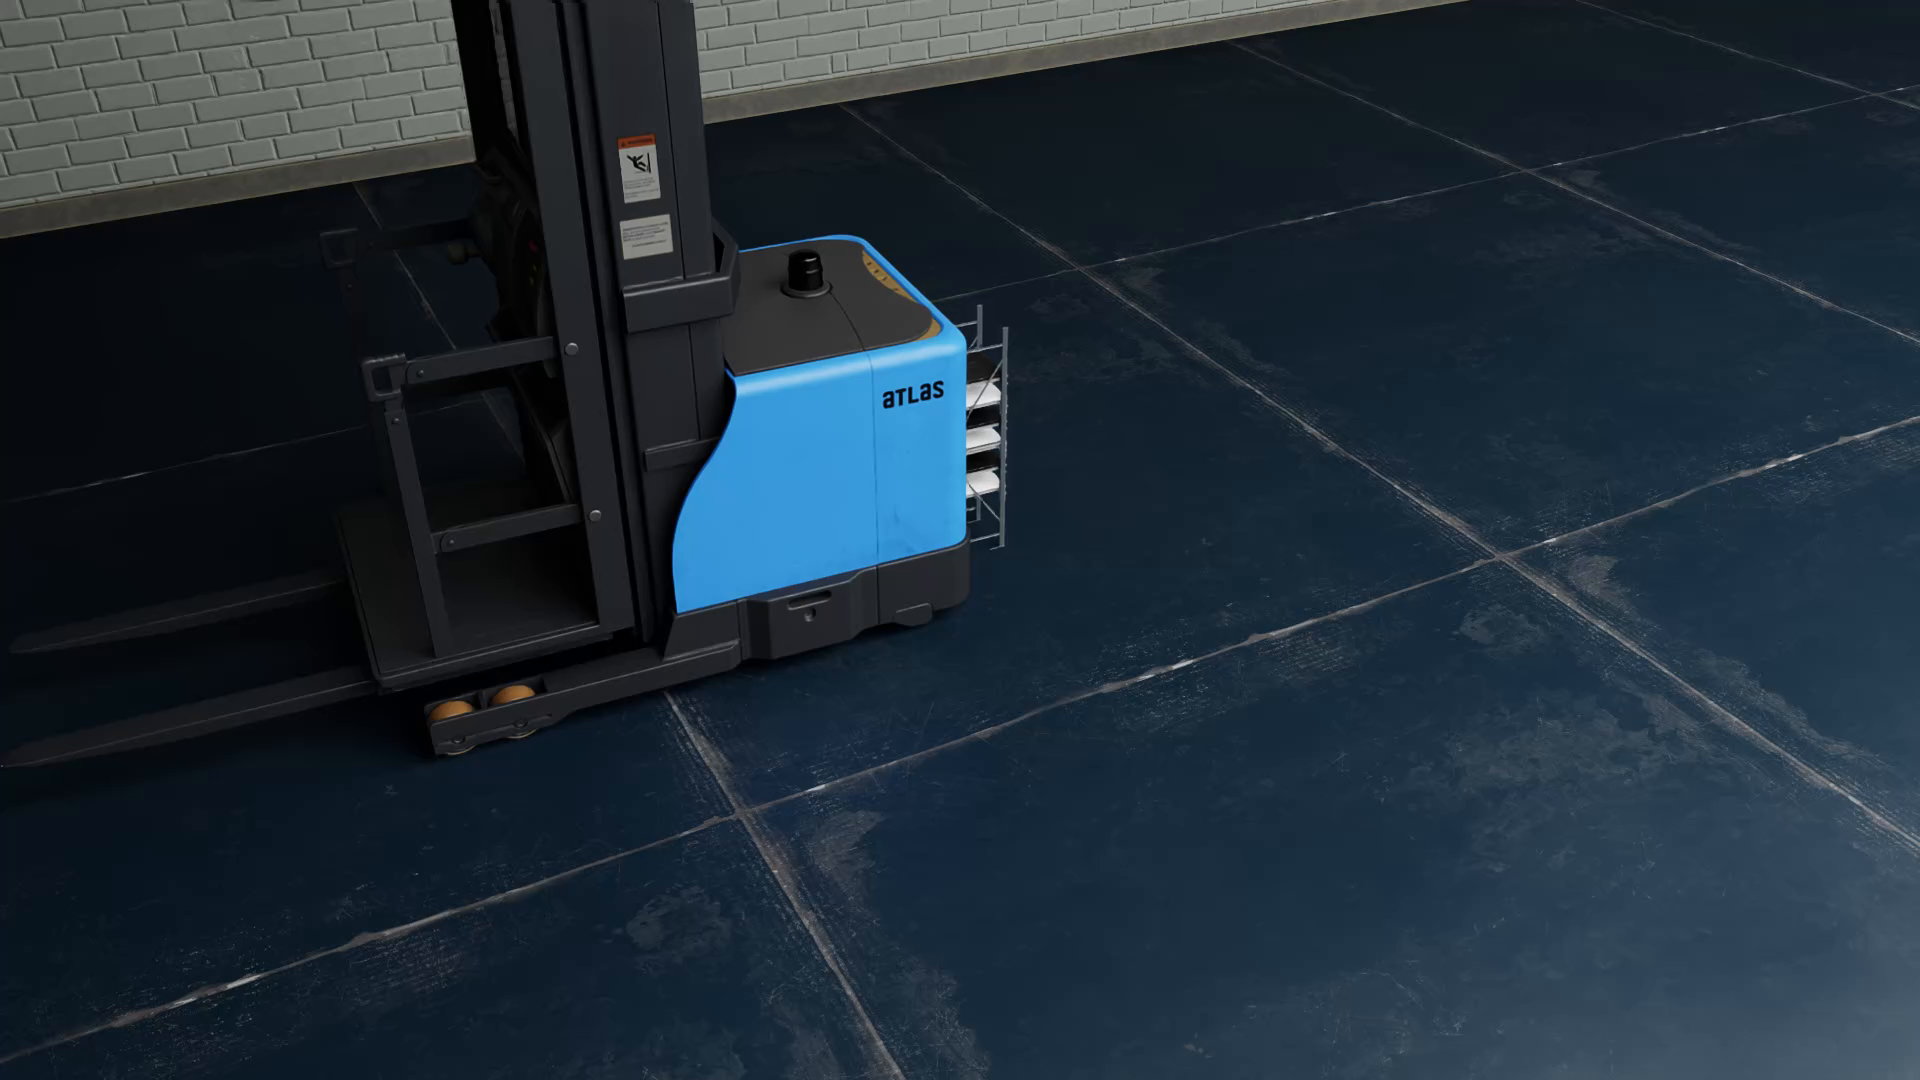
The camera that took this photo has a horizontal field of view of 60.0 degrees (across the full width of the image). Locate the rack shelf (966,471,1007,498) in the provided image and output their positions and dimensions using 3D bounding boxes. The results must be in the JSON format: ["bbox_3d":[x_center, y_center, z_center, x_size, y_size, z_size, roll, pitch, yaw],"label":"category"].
[{"bbox_3d":[0.012,-0.197,6.118,0.258,0.077,0.200,-14,35,-21],"label":"rack shelf"}]

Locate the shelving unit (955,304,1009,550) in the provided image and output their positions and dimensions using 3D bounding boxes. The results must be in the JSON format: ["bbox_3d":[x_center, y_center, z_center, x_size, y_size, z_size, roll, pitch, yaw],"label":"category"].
[{"bbox_3d":[0.012,-0.376,6.003,0.258,0.900,0.210,-14,35,-21],"label":"shelving unit"}]

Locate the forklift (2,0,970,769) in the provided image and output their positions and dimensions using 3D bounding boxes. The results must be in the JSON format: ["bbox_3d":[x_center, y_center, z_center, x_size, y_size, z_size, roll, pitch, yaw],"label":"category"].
[{"bbox_3d":[-1.526,-0.888,4.919,3.031,2.935,1.130,-14,35,-20],"label":"forklift"}]

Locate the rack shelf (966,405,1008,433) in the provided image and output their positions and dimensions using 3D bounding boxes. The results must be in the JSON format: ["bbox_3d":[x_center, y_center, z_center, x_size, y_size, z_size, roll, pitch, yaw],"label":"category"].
[{"bbox_3d":[0.012,-0.424,5.972,0.258,0.077,0.200,-14,35,-21],"label":"rack shelf"}]

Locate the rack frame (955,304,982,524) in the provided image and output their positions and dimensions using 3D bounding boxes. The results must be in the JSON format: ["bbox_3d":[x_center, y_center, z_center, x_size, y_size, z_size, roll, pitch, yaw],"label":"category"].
[{"bbox_3d":[-0.031,-0.426,6.081,0.240,0.900,0.006,-14,35,-21],"label":"rack frame"}]

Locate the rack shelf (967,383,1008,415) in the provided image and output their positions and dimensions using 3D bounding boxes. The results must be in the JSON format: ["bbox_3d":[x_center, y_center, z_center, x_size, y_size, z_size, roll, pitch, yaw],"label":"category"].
[{"bbox_3d":[0.012,-0.500,5.924,0.258,0.077,0.200,-14,35,-21],"label":"rack shelf"}]

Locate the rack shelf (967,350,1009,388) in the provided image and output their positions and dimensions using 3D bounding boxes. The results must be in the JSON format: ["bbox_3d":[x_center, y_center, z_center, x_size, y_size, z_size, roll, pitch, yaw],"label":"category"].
[{"bbox_3d":[0.012,-0.575,5.875,0.258,0.077,0.200,-14,35,-21],"label":"rack shelf"}]

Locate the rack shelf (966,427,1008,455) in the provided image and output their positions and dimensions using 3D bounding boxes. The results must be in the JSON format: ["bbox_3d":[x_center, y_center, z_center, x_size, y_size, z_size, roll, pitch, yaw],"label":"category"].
[{"bbox_3d":[0.012,-0.348,6.021,0.258,0.077,0.200,-14,35,-21],"label":"rack shelf"}]

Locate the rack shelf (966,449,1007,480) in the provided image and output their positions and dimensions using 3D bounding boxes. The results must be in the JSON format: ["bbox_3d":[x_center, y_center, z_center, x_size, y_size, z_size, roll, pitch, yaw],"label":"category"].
[{"bbox_3d":[0.012,-0.272,6.070,0.258,0.077,0.200,-14,35,-21],"label":"rack shelf"}]

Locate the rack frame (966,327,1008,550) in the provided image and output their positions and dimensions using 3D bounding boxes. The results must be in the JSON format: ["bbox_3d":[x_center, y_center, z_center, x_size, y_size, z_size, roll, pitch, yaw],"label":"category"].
[{"bbox_3d":[0.055,-0.327,5.926,0.240,0.900,0.006,-14,35,-21],"label":"rack frame"}]
